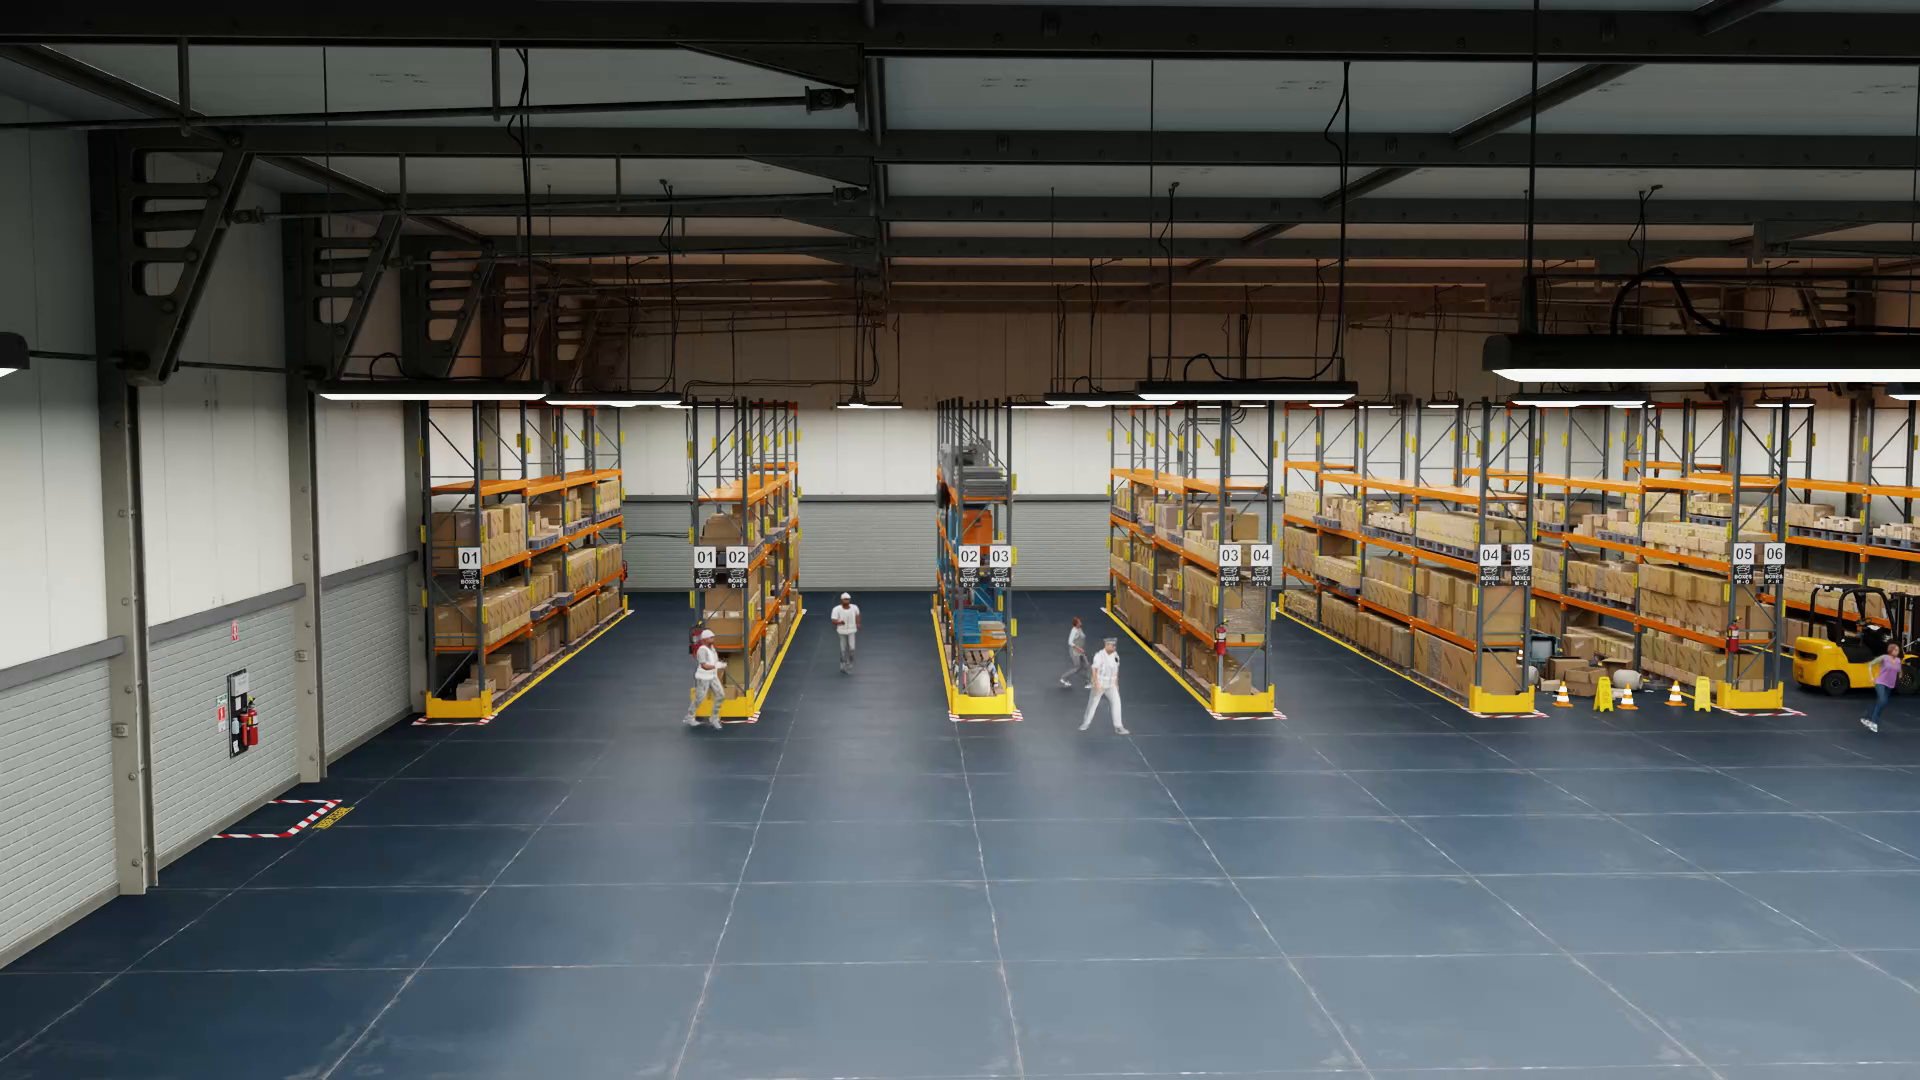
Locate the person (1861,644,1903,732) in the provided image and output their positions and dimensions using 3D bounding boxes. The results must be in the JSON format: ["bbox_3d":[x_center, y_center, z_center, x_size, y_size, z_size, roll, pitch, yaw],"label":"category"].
[{"bbox_3d":[16.547,2.623,29.853,0.652,1.555,0.747,-1,4,-9],"label":"person"}]

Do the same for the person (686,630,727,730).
[{"bbox_3d":[-4.533,2.525,29.917,0.838,1.836,0.642,2,5,22],"label":"person"}]

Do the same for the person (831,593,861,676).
[{"bbox_3d":[-2.474,2.047,36.254,0.663,1.811,0.830,-1,4,-8],"label":"person"}]

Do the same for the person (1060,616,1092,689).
[{"bbox_3d":[2.376,2.318,34.068,0.774,1.541,0.642,2,5,25],"label":"person"}]

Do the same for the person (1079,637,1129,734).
[{"bbox_3d":[2.581,2.575,29.649,0.693,1.705,0.910,-3,5,-32],"label":"person"}]
